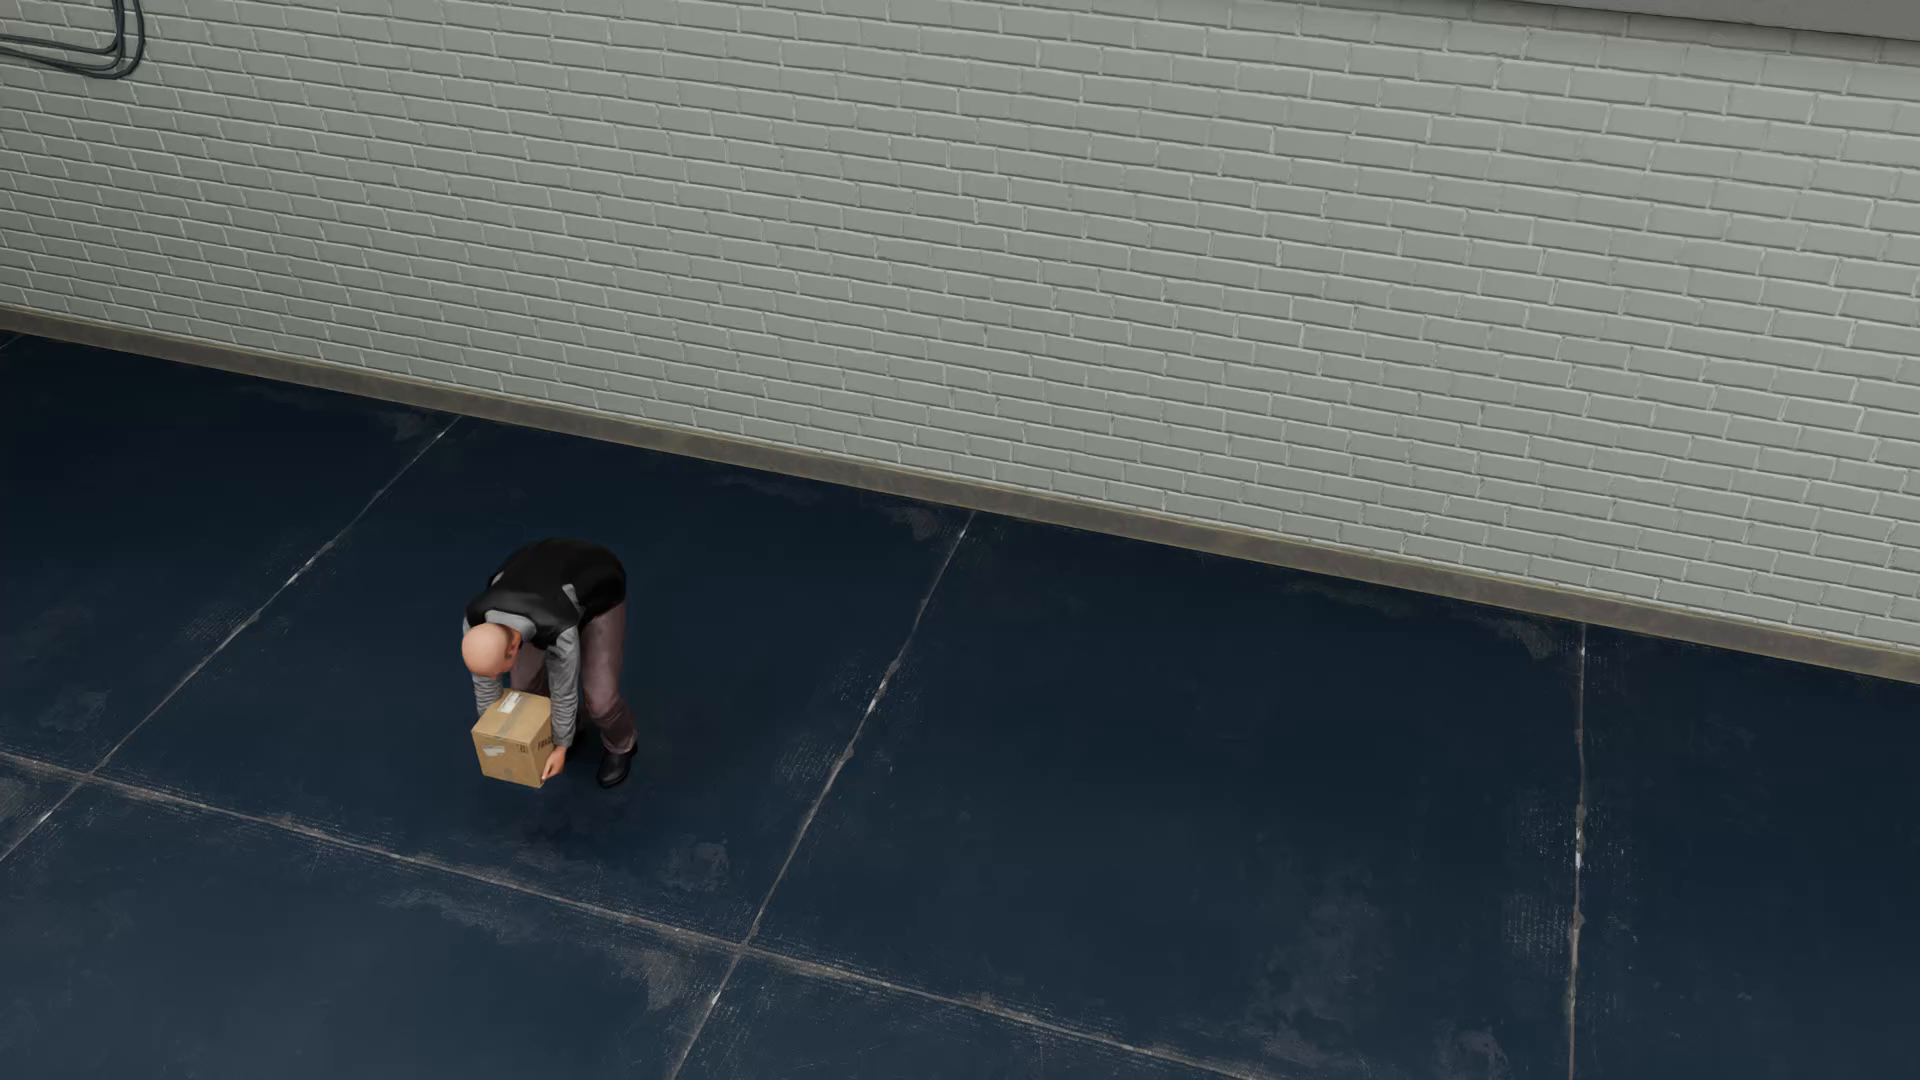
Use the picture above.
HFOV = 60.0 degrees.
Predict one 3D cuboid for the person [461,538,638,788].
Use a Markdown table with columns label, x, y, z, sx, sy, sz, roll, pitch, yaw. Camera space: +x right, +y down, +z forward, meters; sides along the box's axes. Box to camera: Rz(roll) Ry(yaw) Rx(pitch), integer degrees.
| label | x | y | z | sx | sy | sz | roll | pitch | yaw |
| --- | --- | --- | --- | --- | --- | --- | --- | --- | --- |
| person | -1.628 | 0.573 | 6.617 | 0.484 | 1.159 | 0.936 | 9 | 38 | 12 |
